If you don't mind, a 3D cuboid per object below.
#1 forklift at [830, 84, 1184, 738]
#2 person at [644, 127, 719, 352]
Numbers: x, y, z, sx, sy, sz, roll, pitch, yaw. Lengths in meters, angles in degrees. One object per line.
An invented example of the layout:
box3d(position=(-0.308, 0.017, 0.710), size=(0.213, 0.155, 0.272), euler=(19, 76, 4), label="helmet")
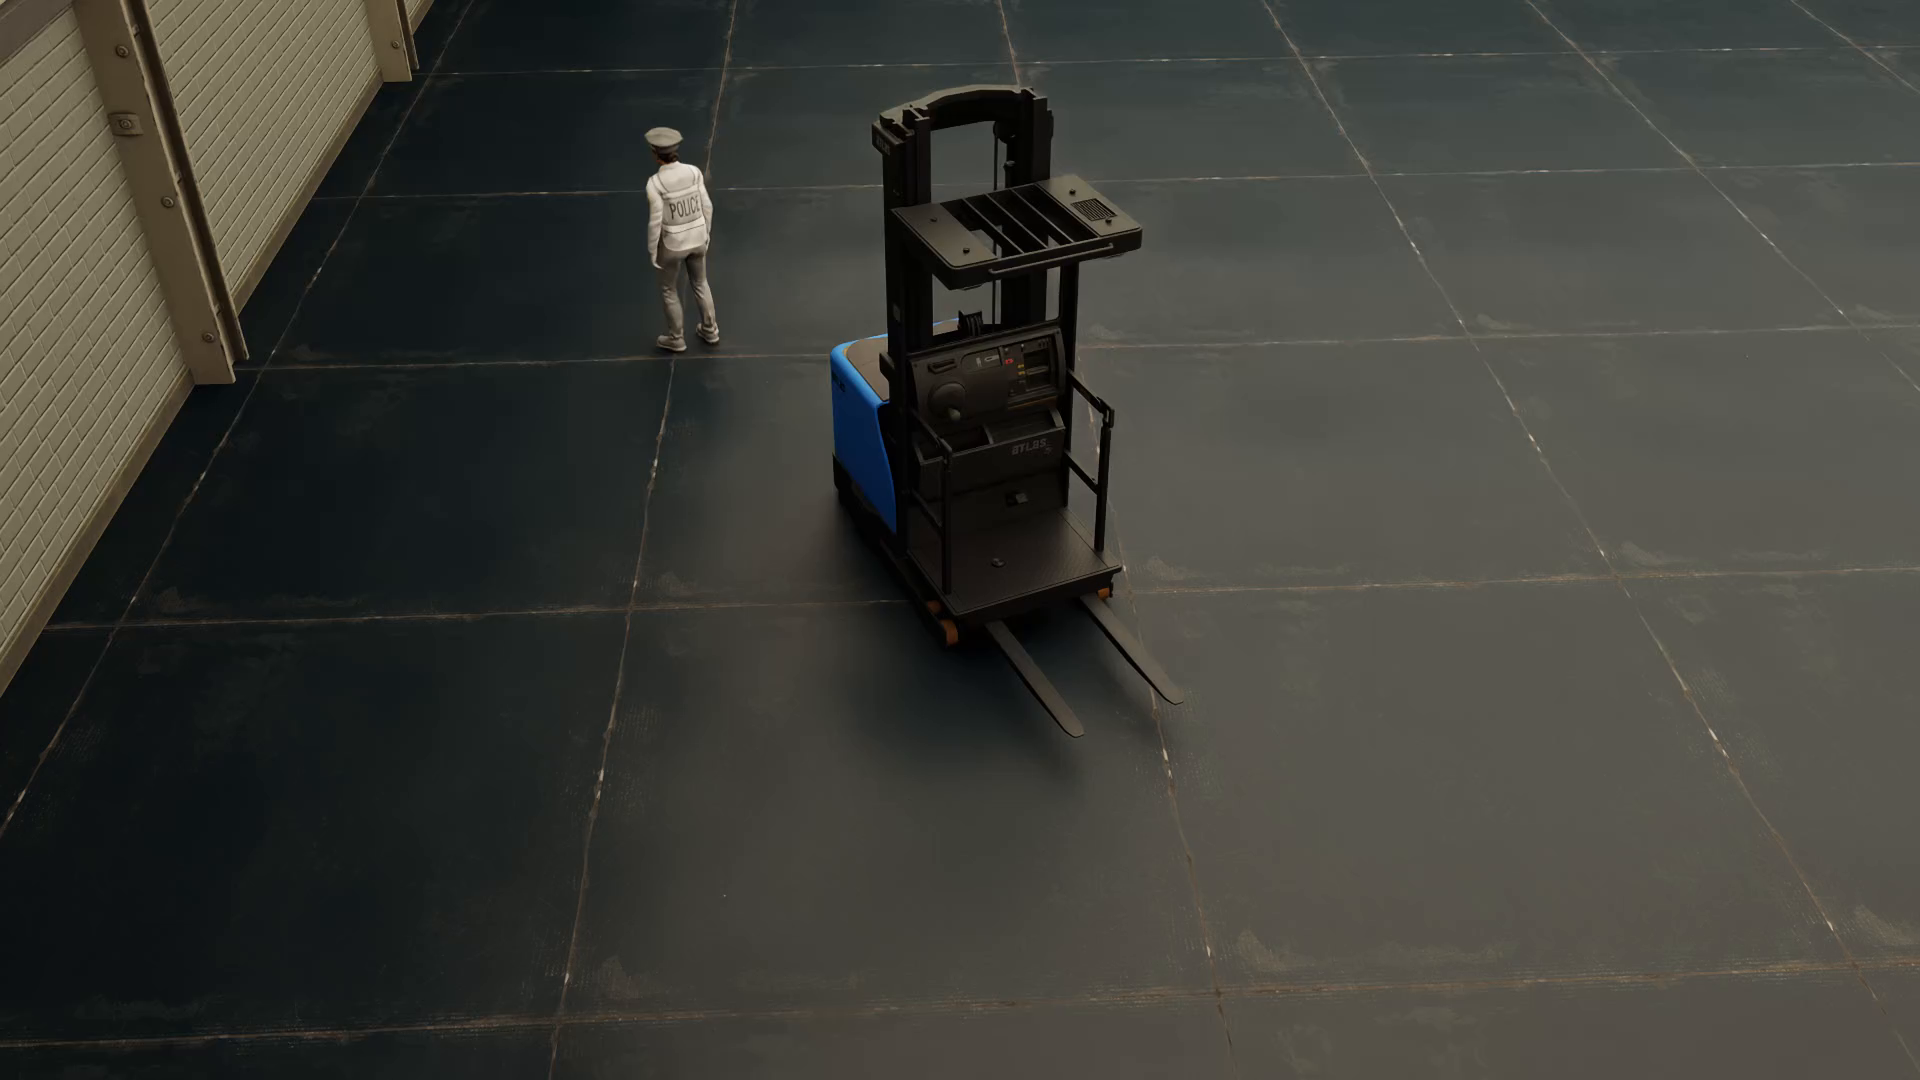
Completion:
box3d(position=(0.258, -0.860, 9.192), size=(1.130, 2.935, 3.031), euler=(-15, 39, -20), label="forklift")
box3d(position=(-2.032, -2.151, 12.050), size=(0.534, 1.667, 0.380), euler=(-25, 43, -30), label="person")
